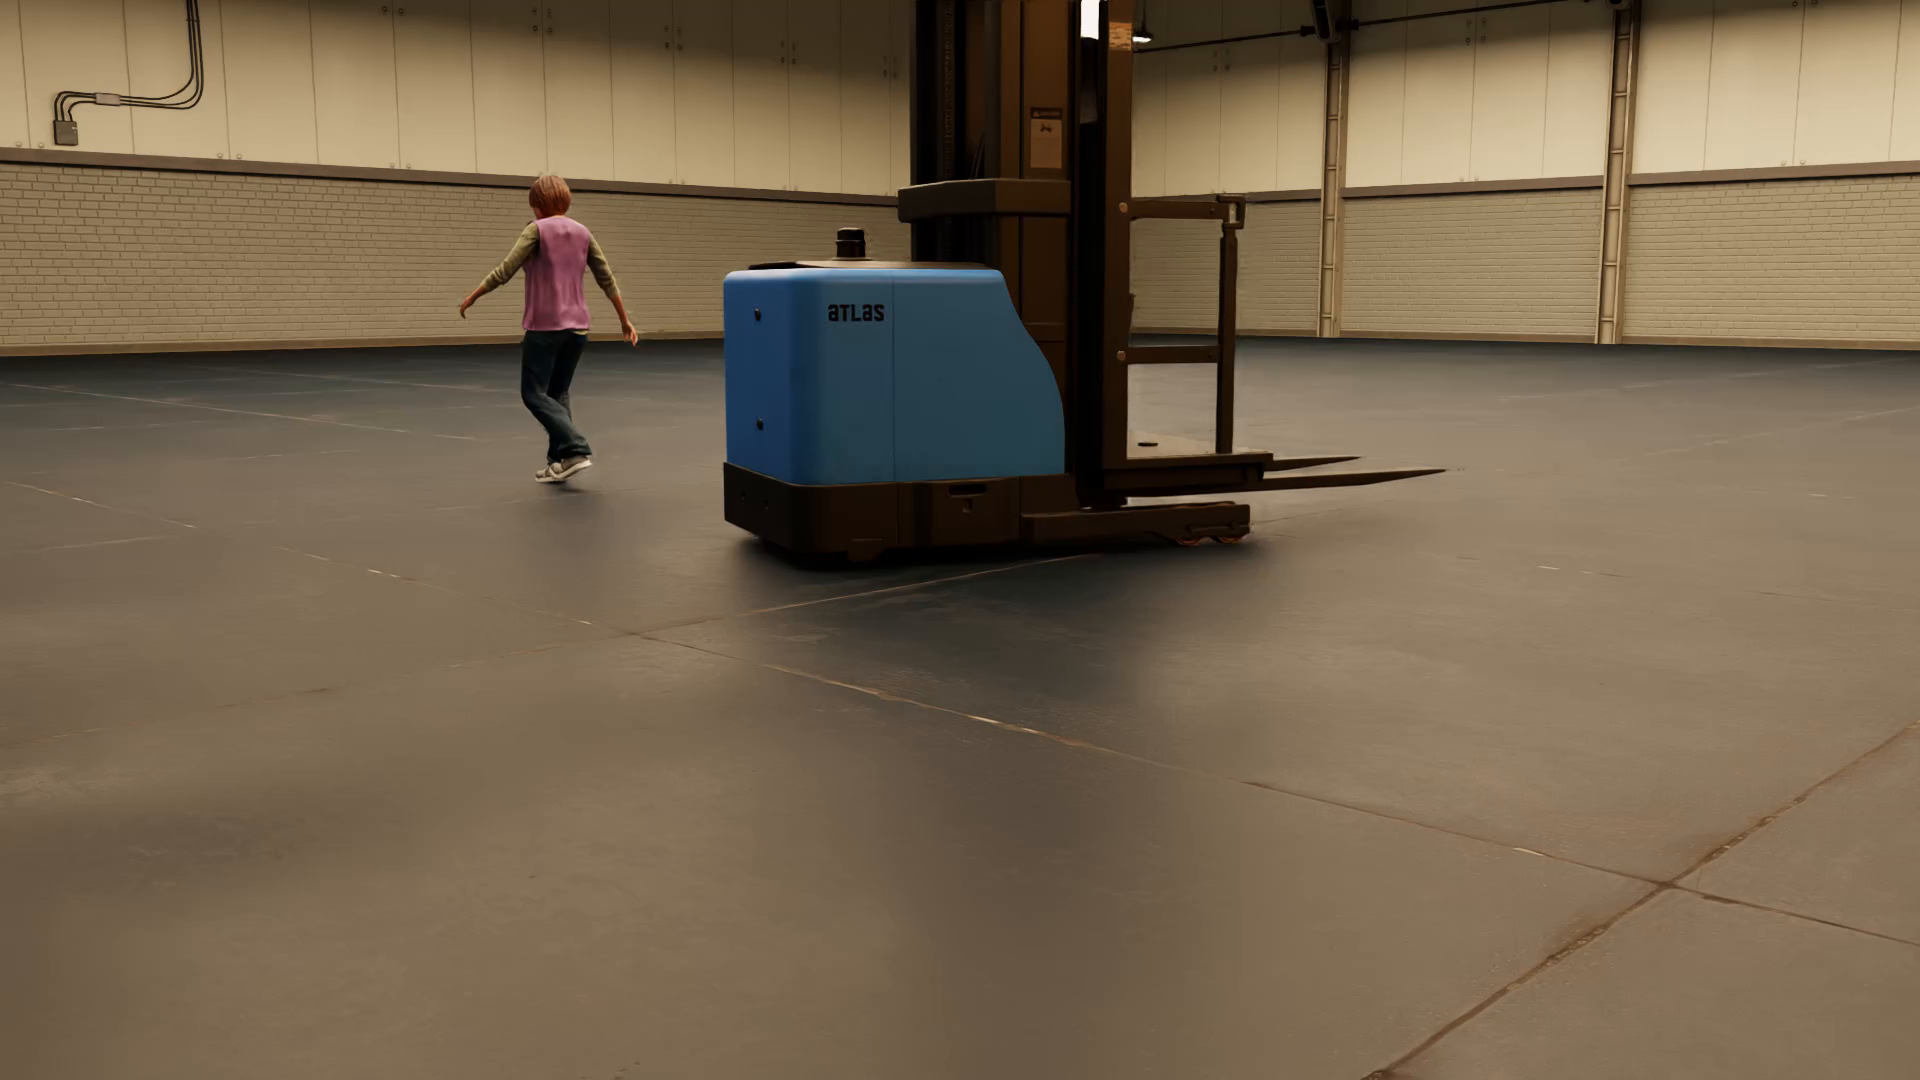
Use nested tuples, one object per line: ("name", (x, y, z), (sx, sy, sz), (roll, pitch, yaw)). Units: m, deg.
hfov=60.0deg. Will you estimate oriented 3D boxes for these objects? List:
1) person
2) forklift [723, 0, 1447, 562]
("person", (-2.059, -1.060, 8.510), (0.658, 1.576, 0.757), (7, 11, 38))
("forklift", (0.604, -1.489, 6.762), (3.031, 2.935, 1.130), (-4, 9, -23))
